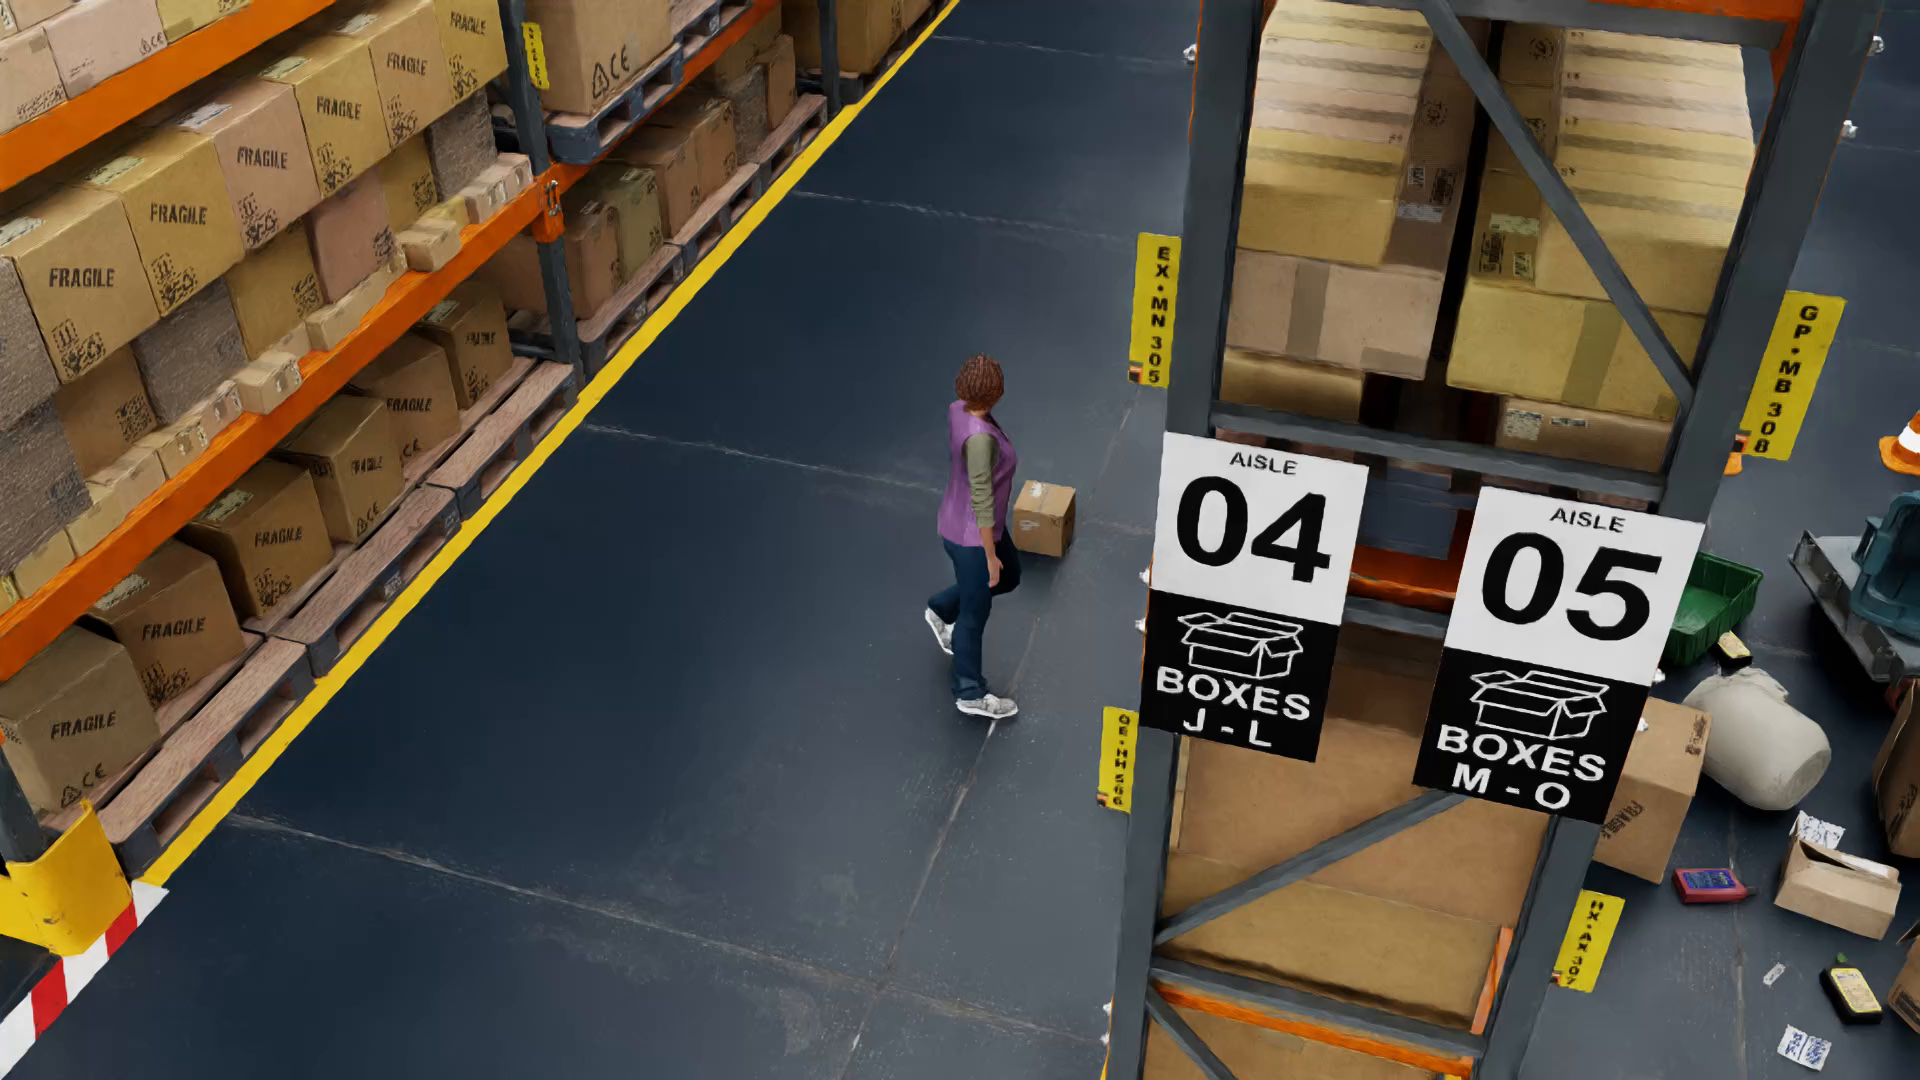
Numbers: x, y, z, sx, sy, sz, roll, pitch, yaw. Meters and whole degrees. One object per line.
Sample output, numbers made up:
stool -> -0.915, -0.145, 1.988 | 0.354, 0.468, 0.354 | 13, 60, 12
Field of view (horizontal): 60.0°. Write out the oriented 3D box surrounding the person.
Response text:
person -> 0.049, -0.012, 6.938 | 0.429, 1.555, 0.566 | 1, 38, 2
